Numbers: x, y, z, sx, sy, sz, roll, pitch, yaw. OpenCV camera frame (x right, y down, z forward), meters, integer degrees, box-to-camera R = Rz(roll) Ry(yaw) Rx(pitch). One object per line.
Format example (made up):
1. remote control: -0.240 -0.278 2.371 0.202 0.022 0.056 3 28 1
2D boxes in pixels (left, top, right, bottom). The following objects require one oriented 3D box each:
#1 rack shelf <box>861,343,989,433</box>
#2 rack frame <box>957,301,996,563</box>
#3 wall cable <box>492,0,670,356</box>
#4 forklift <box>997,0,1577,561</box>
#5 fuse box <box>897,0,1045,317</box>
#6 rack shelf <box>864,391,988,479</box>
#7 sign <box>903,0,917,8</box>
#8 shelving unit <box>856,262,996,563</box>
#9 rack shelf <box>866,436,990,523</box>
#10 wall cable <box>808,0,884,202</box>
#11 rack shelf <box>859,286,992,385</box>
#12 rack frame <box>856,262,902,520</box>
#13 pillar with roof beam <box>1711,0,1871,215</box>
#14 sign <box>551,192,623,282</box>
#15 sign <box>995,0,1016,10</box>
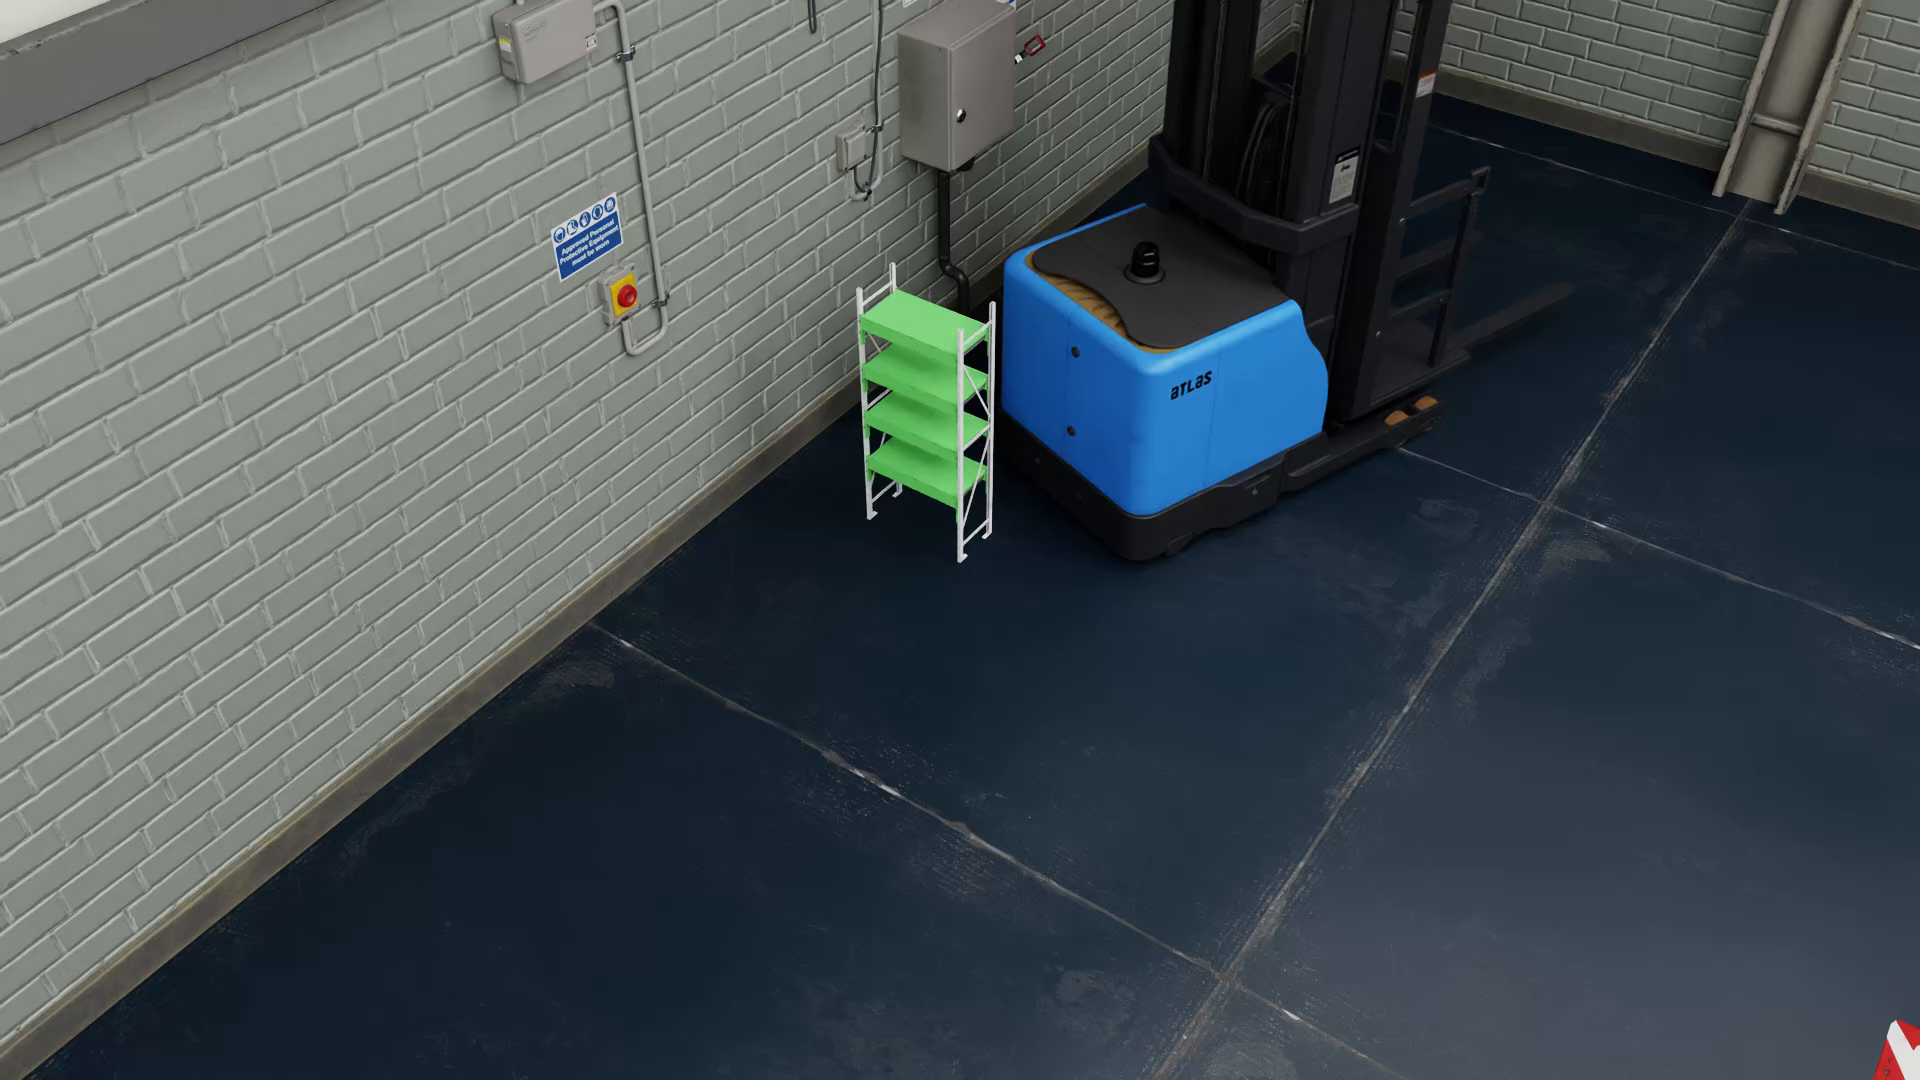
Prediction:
1. rack shelf: -0.136 -0.642 6.803 0.480 0.148 0.258 25 48 25
2. rack frame: 0.064 -0.417 6.816 0.015 1.200 0.240 25 48 25
3. wall cable: -1.270 -1.391 5.769 0.123 1.953 0.585 25 48 25
4. forklift: 1.666 -1.790 7.053 3.031 2.935 1.130 -25 48 -25
5. fuse box: 0.056 -1.611 7.767 0.414 1.711 0.539 25 48 25
6. rack shelf: -0.136 -0.463 6.963 0.480 0.148 0.258 25 48 25
7. sign: -0.146 -2.448 7.117 0.001 0.242 0.339 25 48 25
8. shelving unit: -0.136 -0.511 6.921 0.503 1.200 0.258 25 48 25
9. rack shelf: -0.136 -0.284 7.123 0.480 0.148 0.258 25 48 25
10. wall cable: -0.465 -2.158 6.650 0.122 1.984 0.588 25 48 25
11. rack shelf: -0.136 -0.821 6.643 0.480 0.148 0.258 25 48 25
12. rack frame: -0.335 -0.604 7.025 0.015 1.200 0.240 25 48 25
13. pillar with roof beam: 2.045 -2.975 3.827 0.400 9.000 9.100 25 48 25
14. sign: -1.348 -1.098 6.025 0.001 0.218 0.327 25 48 25
15. sign: 0.170 -2.405 7.759 0.001 0.494 0.329 25 48 25
